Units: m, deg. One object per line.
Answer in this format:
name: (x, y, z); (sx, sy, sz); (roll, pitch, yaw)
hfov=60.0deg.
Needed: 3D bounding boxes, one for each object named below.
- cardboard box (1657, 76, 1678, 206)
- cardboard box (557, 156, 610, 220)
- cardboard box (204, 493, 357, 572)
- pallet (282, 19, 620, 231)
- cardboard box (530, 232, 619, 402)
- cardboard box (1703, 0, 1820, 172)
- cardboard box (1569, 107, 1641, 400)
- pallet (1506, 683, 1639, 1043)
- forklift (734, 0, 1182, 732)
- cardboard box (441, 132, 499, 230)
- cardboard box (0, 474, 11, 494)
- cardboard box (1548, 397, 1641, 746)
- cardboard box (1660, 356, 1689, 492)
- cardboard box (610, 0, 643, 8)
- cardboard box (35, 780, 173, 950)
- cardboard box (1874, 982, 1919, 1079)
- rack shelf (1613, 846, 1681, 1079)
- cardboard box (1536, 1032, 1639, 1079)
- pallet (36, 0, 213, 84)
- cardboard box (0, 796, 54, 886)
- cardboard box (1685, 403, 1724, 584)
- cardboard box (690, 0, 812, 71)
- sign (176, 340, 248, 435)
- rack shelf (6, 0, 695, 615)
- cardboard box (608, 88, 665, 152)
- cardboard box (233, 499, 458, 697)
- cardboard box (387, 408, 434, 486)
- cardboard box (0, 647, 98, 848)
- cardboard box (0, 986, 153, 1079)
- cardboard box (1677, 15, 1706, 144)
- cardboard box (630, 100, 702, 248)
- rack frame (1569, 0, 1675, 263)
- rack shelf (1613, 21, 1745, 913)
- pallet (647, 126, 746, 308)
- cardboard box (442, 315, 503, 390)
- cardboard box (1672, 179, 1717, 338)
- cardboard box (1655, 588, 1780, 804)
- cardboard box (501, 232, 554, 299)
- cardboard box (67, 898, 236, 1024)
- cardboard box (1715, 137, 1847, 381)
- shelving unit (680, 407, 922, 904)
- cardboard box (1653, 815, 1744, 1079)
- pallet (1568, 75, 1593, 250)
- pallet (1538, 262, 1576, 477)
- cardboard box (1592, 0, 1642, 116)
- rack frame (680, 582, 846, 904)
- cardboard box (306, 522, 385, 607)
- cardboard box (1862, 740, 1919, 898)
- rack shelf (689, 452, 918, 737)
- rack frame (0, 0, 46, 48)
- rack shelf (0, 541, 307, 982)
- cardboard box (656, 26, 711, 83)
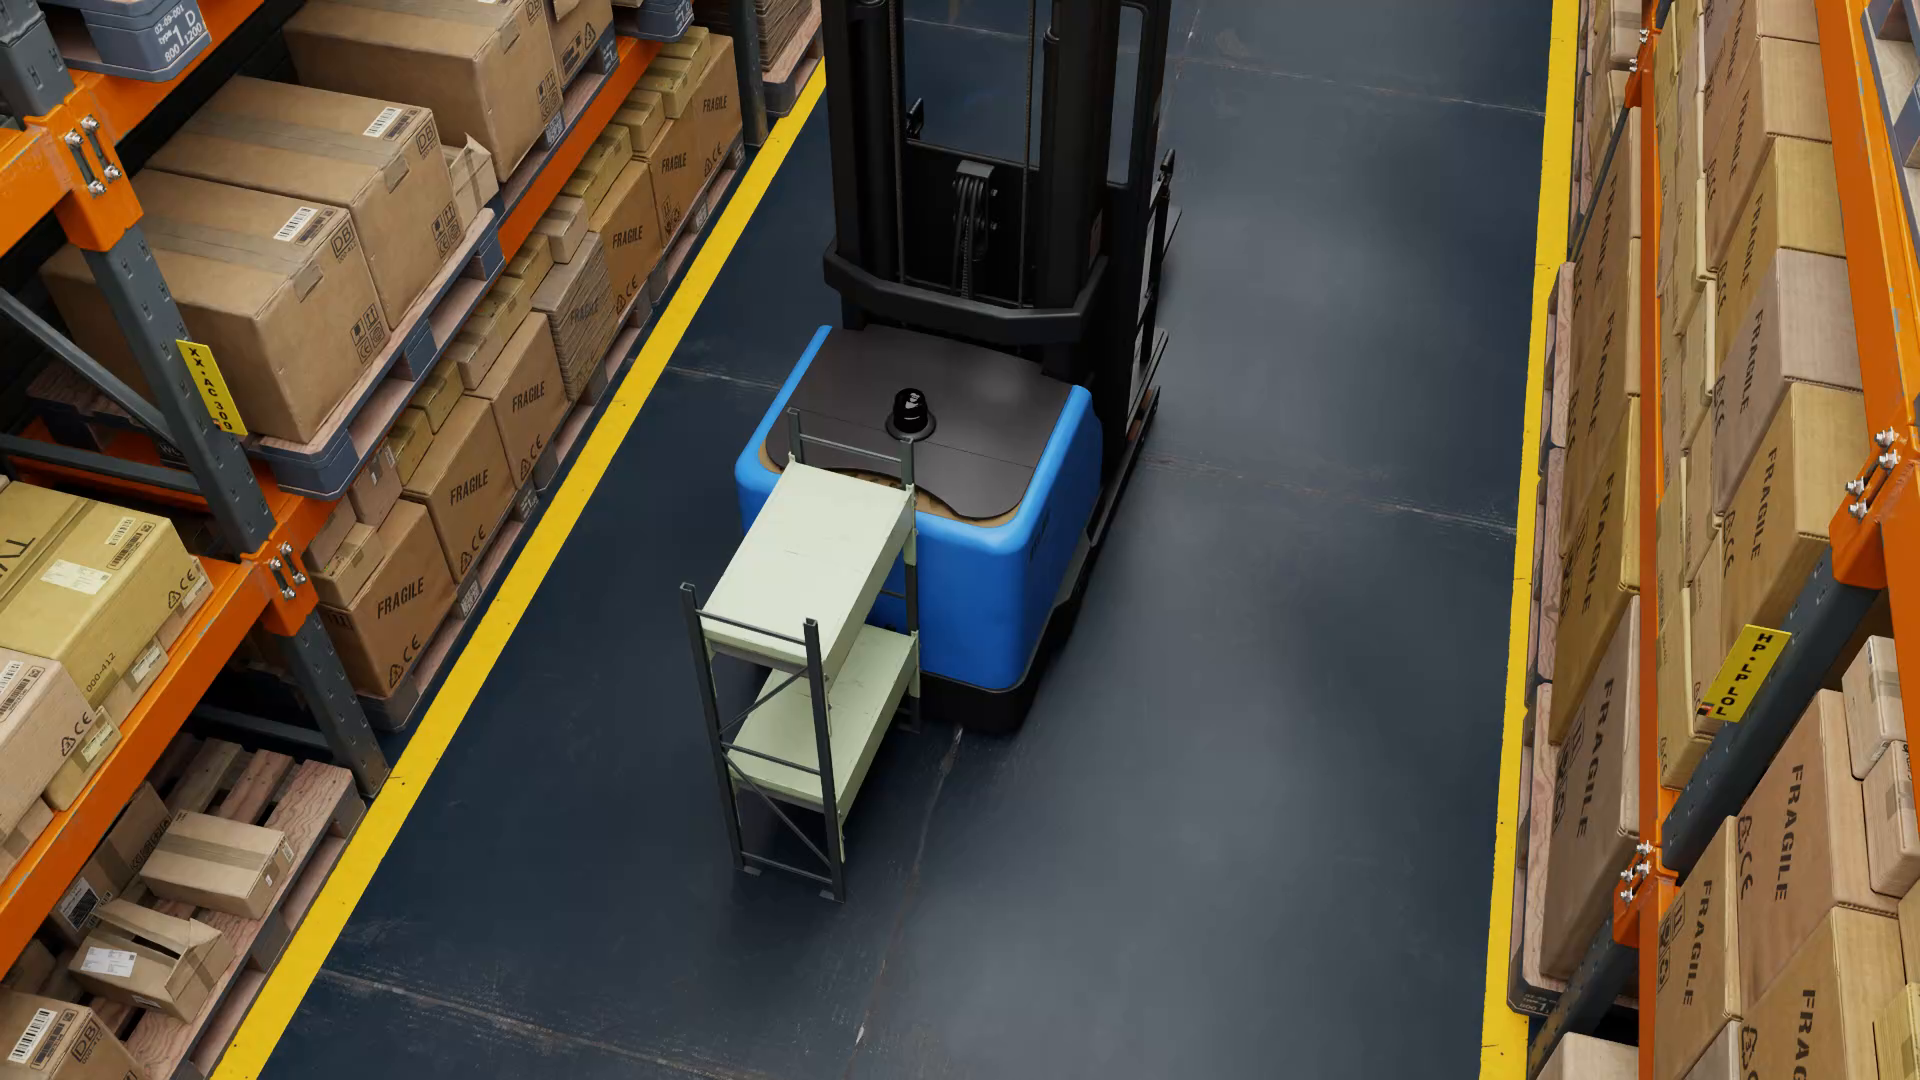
cardboard box: (2.825, -1.408, 6.011); (0.500, 0.250, 0.500); (10, 49, 9)
cardboard box: (-1.693, -1.485, 6.933); (0.380, 0.149, 0.250); (11, 49, 9)
cardboard box: (-2.235, -0.064, 5.481); (0.380, 0.149, 0.250); (11, 49, 9)
pallet: (-1.982, -1.642, 6.246); (1.003, 0.211, 1.213); (12, 50, 10)
cardboard box: (-1.774, -0.959, 6.901); (0.500, 0.500, 0.500); (10, 49, 9)
cardboard box: (2.677, -1.460, 5.223); (0.500, 0.500, 0.500); (13, 50, 11)
cardboard box: (3.053, -1.089, 6.767); (0.875, 0.875, 0.875); (11, 50, 10)
pallet: (2.392, 1.106, 5.551); (1.003, 0.211, 1.213); (12, 50, 10)
forklift: (8.264, 1.574, 3.188); (19.036, 3.140, 5.327); (15, 50, 13)
cardboard box: (-1.792, -1.244, 5.575); (0.396, 0.266, 0.258); (14, 50, 12)
cardboard box: (-2.918, 0.036, 4.538); (0.500, 0.250, 0.500); (11, 50, 10)
cardboard box: (2.578, 0.202, 5.627); (0.875, 0.875, 0.875); (13, 50, 11)
cardboard box: (2.423, -0.297, 5.031); (0.500, 0.250, 0.500); (10, 49, 9)
cardboard box: (-1.440, -2.376, 6.585); (0.500, 0.250, 0.500); (9, 49, 8)
cardboard box: (-2.930, 0.962, 5.332); (0.500, 0.311, 0.500); (13, 50, 11)
cardboard box: (1.725, 0.905, 2.703); (0.380, 0.149, 0.250); (11, 50, 10)
rack shelf: (1.736, 2.441, 2.993); (1.077, 0.370, 4.000); (12, 50, 10)
cardboard box: (1.993, 1.899, 4.421); (0.875, 0.438, 0.875); (11, 49, 9)
pallet: (-2.288, -1.608, 4.212); (1.213, 0.211, 1.003); (12, 50, 10)
cardboard box: (-2.556, 0.713, 4.206); (0.380, 0.149, 0.250); (13, 50, 11)
cardboard box: (2.268, -0.089, 4.513); (0.500, 0.250, 0.500); (13, 50, 11)
cardboard box: (-1.297, -2.915, 8.545); (0.875, 0.625, 0.625); (13, 50, 11)
sign: (-2.002, -0.405, 4.448); (0.100, 0.325, 0.005); (12, 50, 10)
rack shelf: (-2.001, -1.429, 6.409); (1.077, 0.370, 4.000); (12, 50, 10)
cardboard box: (-1.514, -1.847, 7.253); (0.380, 0.149, 0.250); (10, 49, 9)
cardboard box: (-2.183, 0.163, 5.912); (0.500, 0.500, 0.500); (14, 50, 12)
cardboard box: (-2.122, -0.357, 5.938); (0.380, 0.149, 0.250); (9, 49, 8)
cardboard box: (-2.544, 0.513, 4.117); (0.500, 0.250, 0.500); (12, 50, 10)
cardboard box: (-2.792, 1.576, 4.664); (0.700, 0.500, 0.500); (10, 49, 9)
cardboard box: (2.806, -1.561, 5.812); (0.500, 0.250, 0.500); (13, 50, 11)
cardboard box: (-1.521, -1.717, 7.571); (0.500, 0.500, 0.500); (11, 49, 9)
rack frame: (3.315, -2.137, 6.554); (1.000, 3.000, 0.127); (12, 50, 10)
rack shelf: (2.788, -0.452, 5.547); (1.077, 0.370, 4.000); (12, 50, 10)
pallet: (-1.708, -1.658, 7.991); (1.003, 0.211, 1.213); (12, 50, 10)
cardboard box: (-1.961, -0.731, 6.268); (0.380, 0.149, 0.250); (11, 50, 10)
cardboard box: (2.517, -0.839, 5.175); (0.500, 0.250, 0.500); (12, 50, 11)
cardboard box: (2.137, 0.432, 4.387); (0.500, 0.250, 0.500); (10, 49, 9)
cardboard box: (-1.850, -1.111, 6.604); (0.380, 0.149, 0.250); (12, 50, 10)
cardboard box: (-2.485, 1.265, 5.095); (0.396, 0.266, 0.258); (13, 50, 11)
cardboard box: (2.419, -0.718, 4.569); (0.500, 0.500, 0.500); (13, 50, 11)
shelving unit: (-0.453, 0.411, 5.305); (0.431, 1.500, 0.755); (15, 50, 13)
cardboard box: (1.886, 1.011, 3.709); (0.500, 0.500, 0.500); (13, 50, 11)
pallet: (3.522, -1.779, 8.098); (1.003, 0.211, 1.213); (12, 50, 10)
pallet: (3.035, -0.658, 7.109); (1.003, 0.211, 1.213); (12, 50, 10)
cardboard box: (3.660, -2.348, 8.213); (0.950, 0.372, 0.625); (11, 49, 9)
rack frame: (-0.575, 0.670, 5.077); (0.400, 1.500, 0.023); (15, 50, 13)
cardboard box: (-2.177, 0.047, 5.582); (0.380, 0.149, 0.250); (14, 50, 12)
cardboard box: (1.877, 0.544, 3.022); (0.380, 0.149, 0.250); (12, 50, 11)
rack shelf: (-0.453, 0.153, 5.013); (0.431, 0.370, 0.720); (15, 50, 13)
rack frame: (-2.528, -2.205, 2.613); (1.000, 3.000, 0.127); (12, 50, 10)
rack shelf: (-3.054, 1.465, 3.855); (1.077, 0.370, 4.000); (12, 50, 10)
cardboard box: (-1.360, -2.233, 7.593); (0.380, 0.149, 0.250); (9, 49, 8)
